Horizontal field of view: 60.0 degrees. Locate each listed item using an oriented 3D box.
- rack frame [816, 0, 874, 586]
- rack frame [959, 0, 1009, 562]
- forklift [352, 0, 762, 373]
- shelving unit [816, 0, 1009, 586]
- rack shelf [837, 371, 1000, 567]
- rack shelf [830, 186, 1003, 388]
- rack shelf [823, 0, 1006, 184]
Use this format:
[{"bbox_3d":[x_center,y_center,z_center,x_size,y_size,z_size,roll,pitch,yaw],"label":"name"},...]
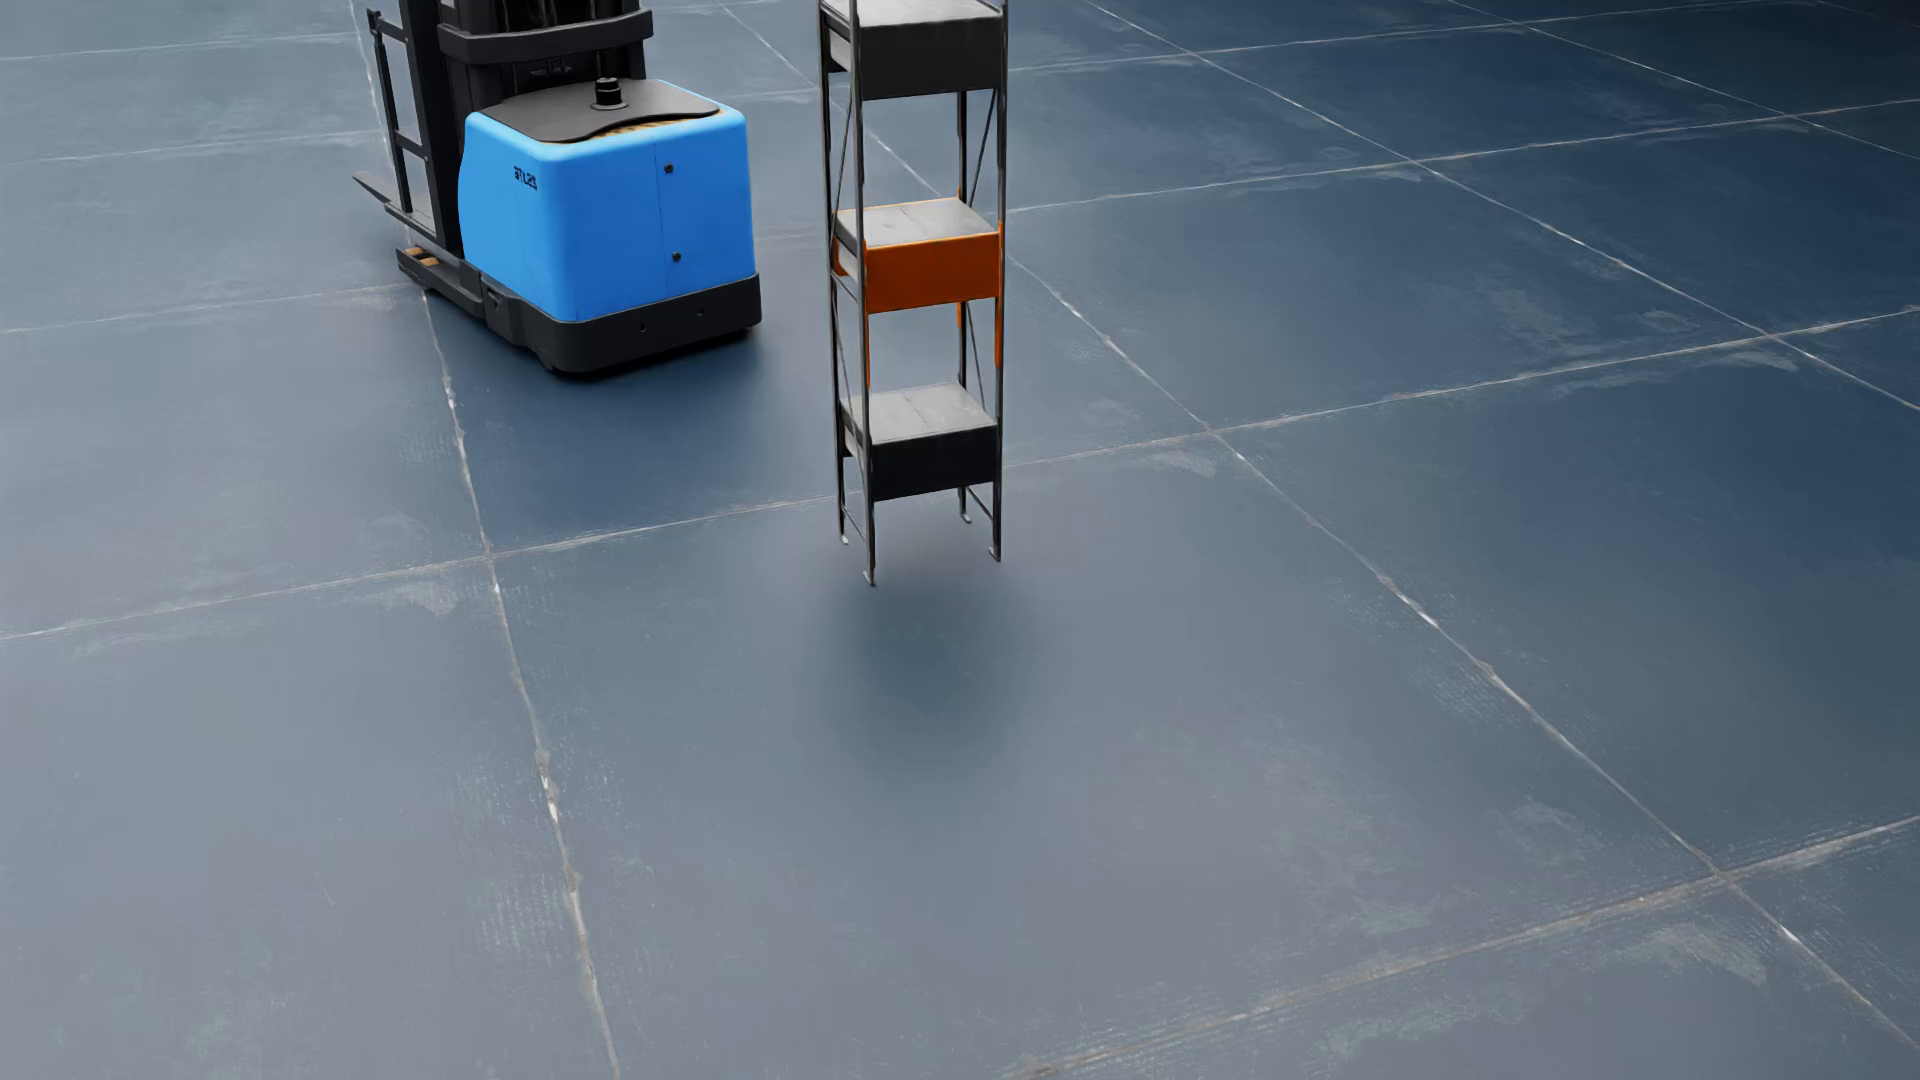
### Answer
[{"bbox_3d":[-0.384,-0.842,5.606,0.015,2.100,0.400,-10,31,-18],"label":"rack frame"},{"bbox_3d":[0.074,-0.926,5.754,0.015,2.100,0.400,-10,31,-18],"label":"rack frame"},{"bbox_3d":[-2.256,-2.681,7.996,1.130,2.935,3.031,-21,36,-33],"label":"forklift"},{"bbox_3d":[-0.155,-0.884,5.680,0.503,2.100,0.431,-10,31,-18],"label":"shelving unit"},{"bbox_3d":[-0.155,-0.264,6.033,0.480,0.518,0.431,-10,31,-18],"label":"rack shelf"},{"bbox_3d":[-0.155,-0.872,5.687,0.480,0.518,0.431,-10,31,-18],"label":"rack shelf"},{"bbox_3d":[-0.155,-1.480,5.340,0.480,0.518,0.431,-10,31,-18],"label":"rack shelf"}]
